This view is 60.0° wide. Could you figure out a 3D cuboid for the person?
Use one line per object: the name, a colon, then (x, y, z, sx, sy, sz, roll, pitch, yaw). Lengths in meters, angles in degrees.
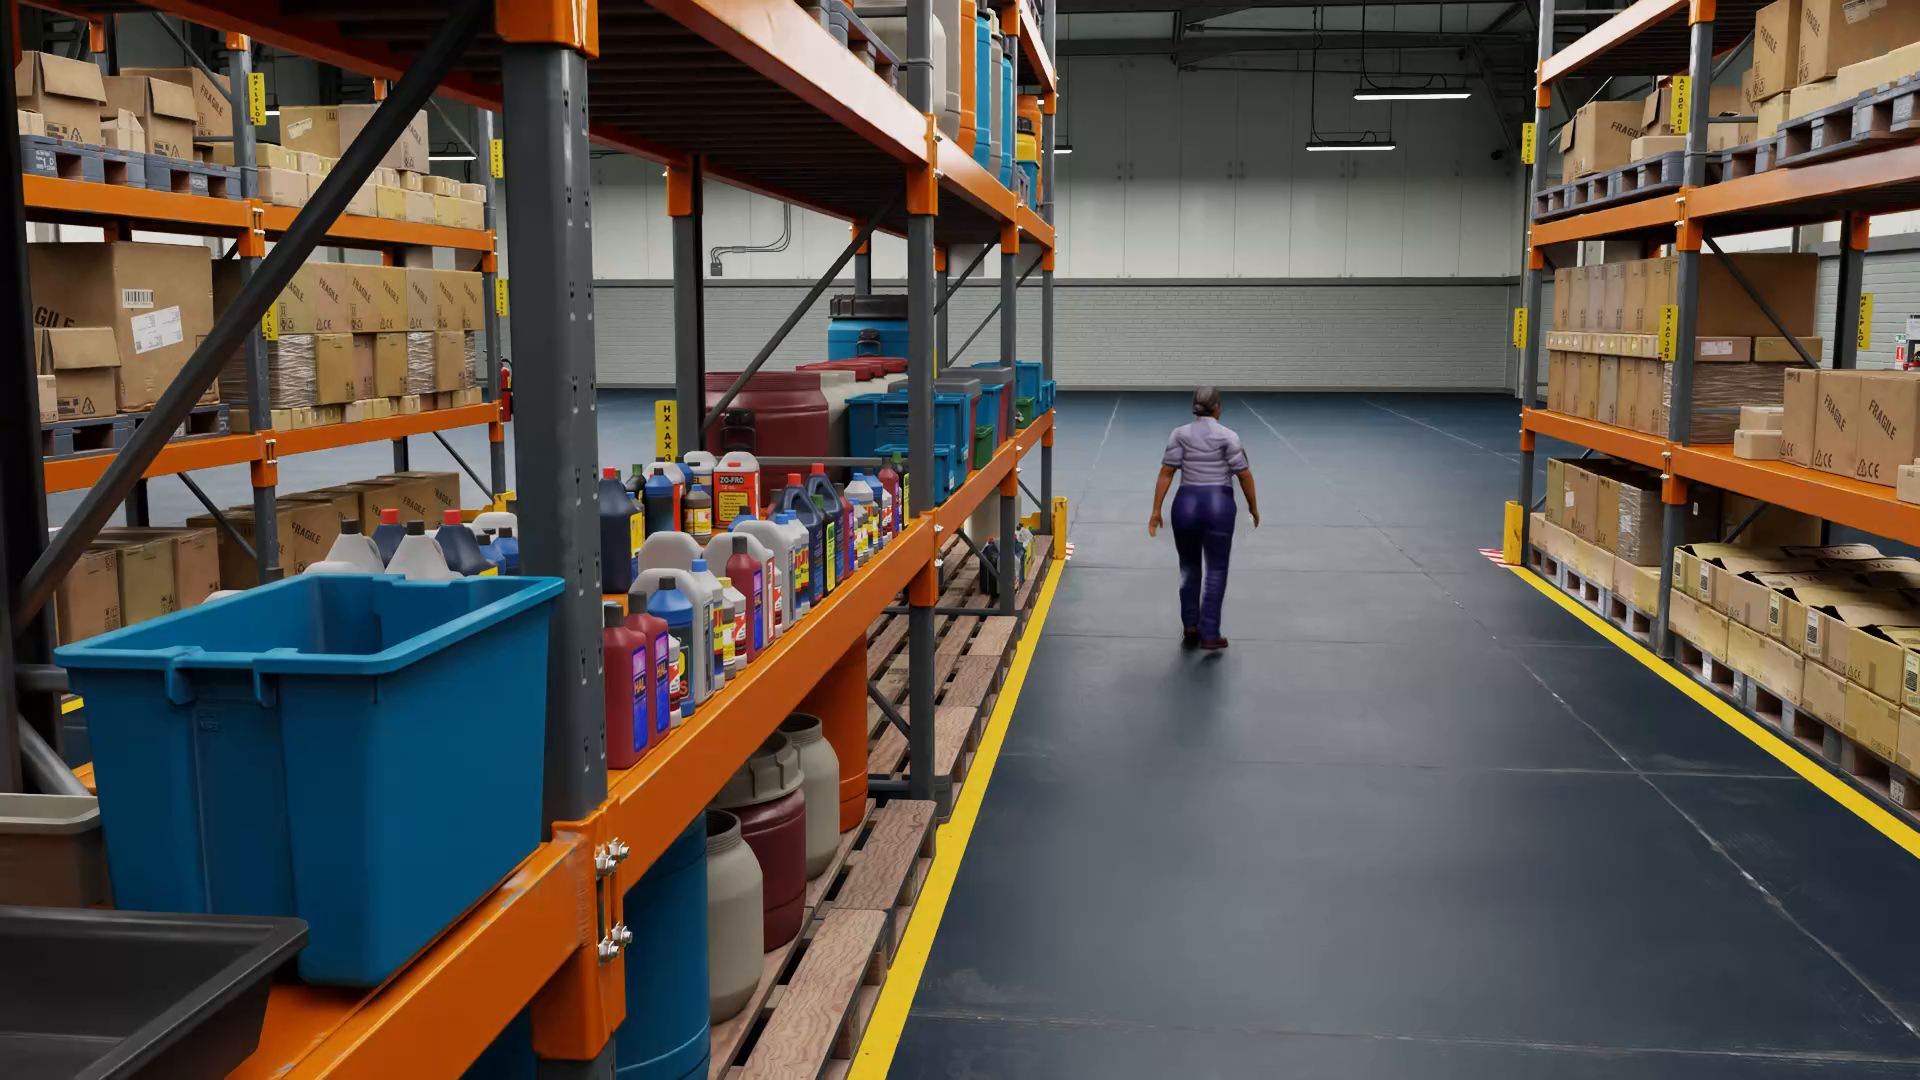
person: (1.529, -0.130, 10.455, 0.618, 1.676, 0.724, 4, 8, 24)
